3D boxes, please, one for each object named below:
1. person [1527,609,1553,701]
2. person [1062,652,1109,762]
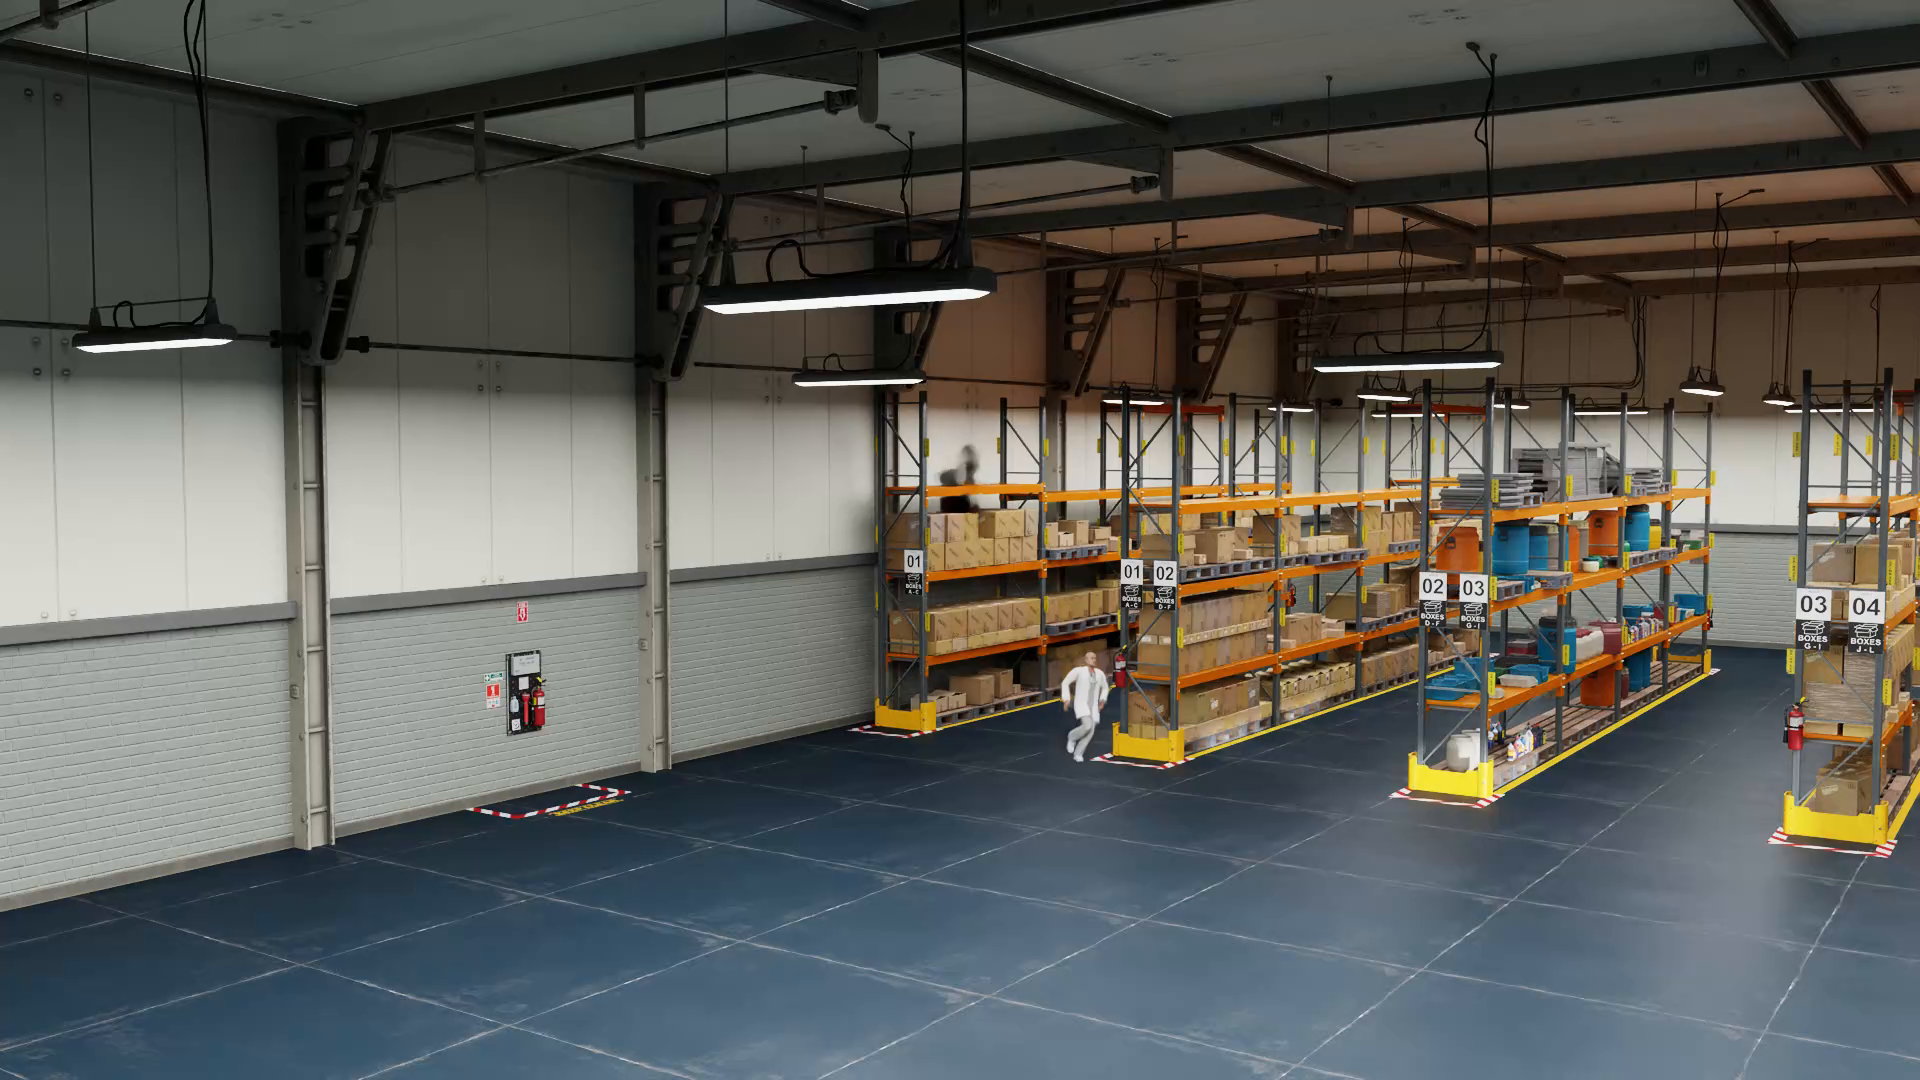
[{"bbox_3d":[11.650,2.285,33.109,0.672,1.834,0.811,2,4,34],"label":"person"},{"bbox_3d":[2.010,2.603,25.939,0.768,1.694,0.564,-1,3,-24],"label":"person"}]
